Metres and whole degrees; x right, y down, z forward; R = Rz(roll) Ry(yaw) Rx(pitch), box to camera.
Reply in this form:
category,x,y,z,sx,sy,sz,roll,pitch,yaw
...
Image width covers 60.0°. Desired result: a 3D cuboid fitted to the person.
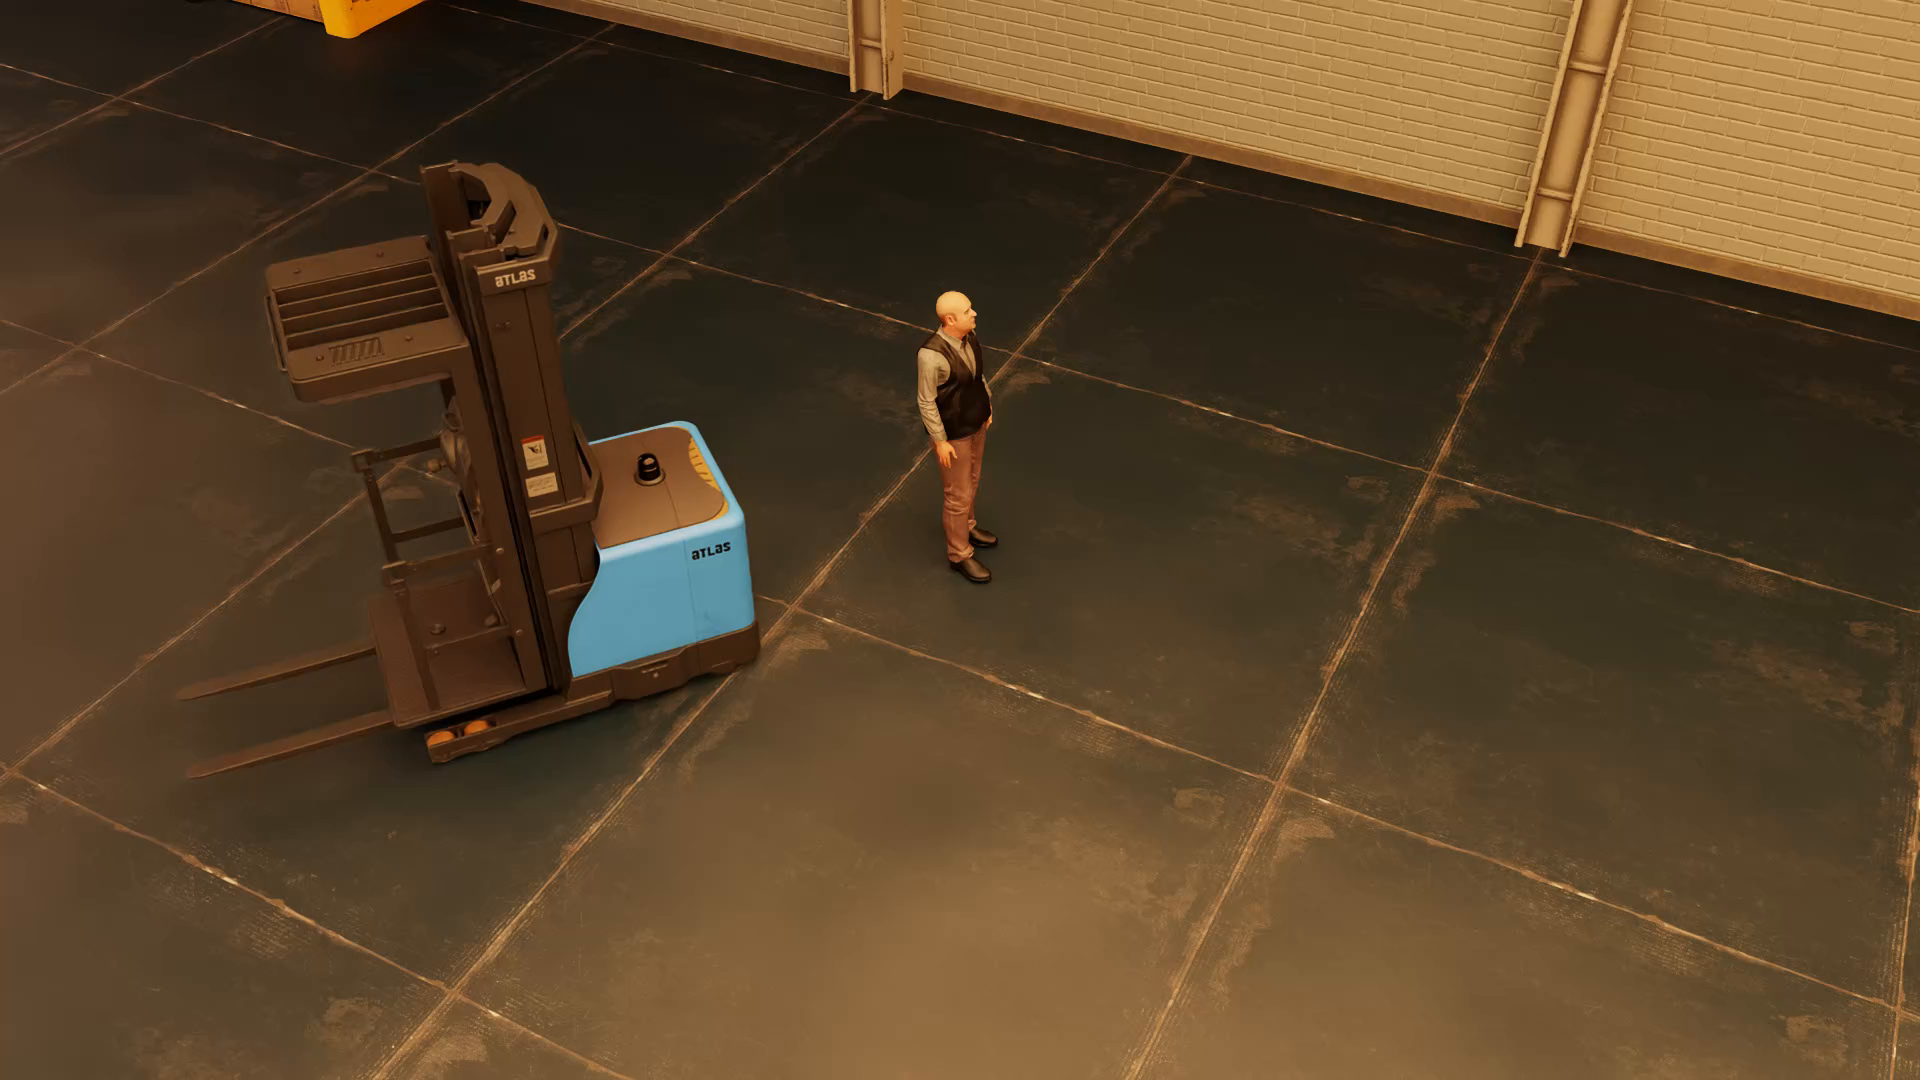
category,x,y,z,sx,sy,sz,roll,pitch,yaw
person,0.052,-0.641,9.675,0.568,1.721,0.633,18,43,21

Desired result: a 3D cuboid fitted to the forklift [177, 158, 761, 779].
category,x,y,z,sx,sy,sz,roll,pitch,yaw
forklift,-2.692,-0.328,8.376,3.031,2.935,1.130,-16,43,-18
